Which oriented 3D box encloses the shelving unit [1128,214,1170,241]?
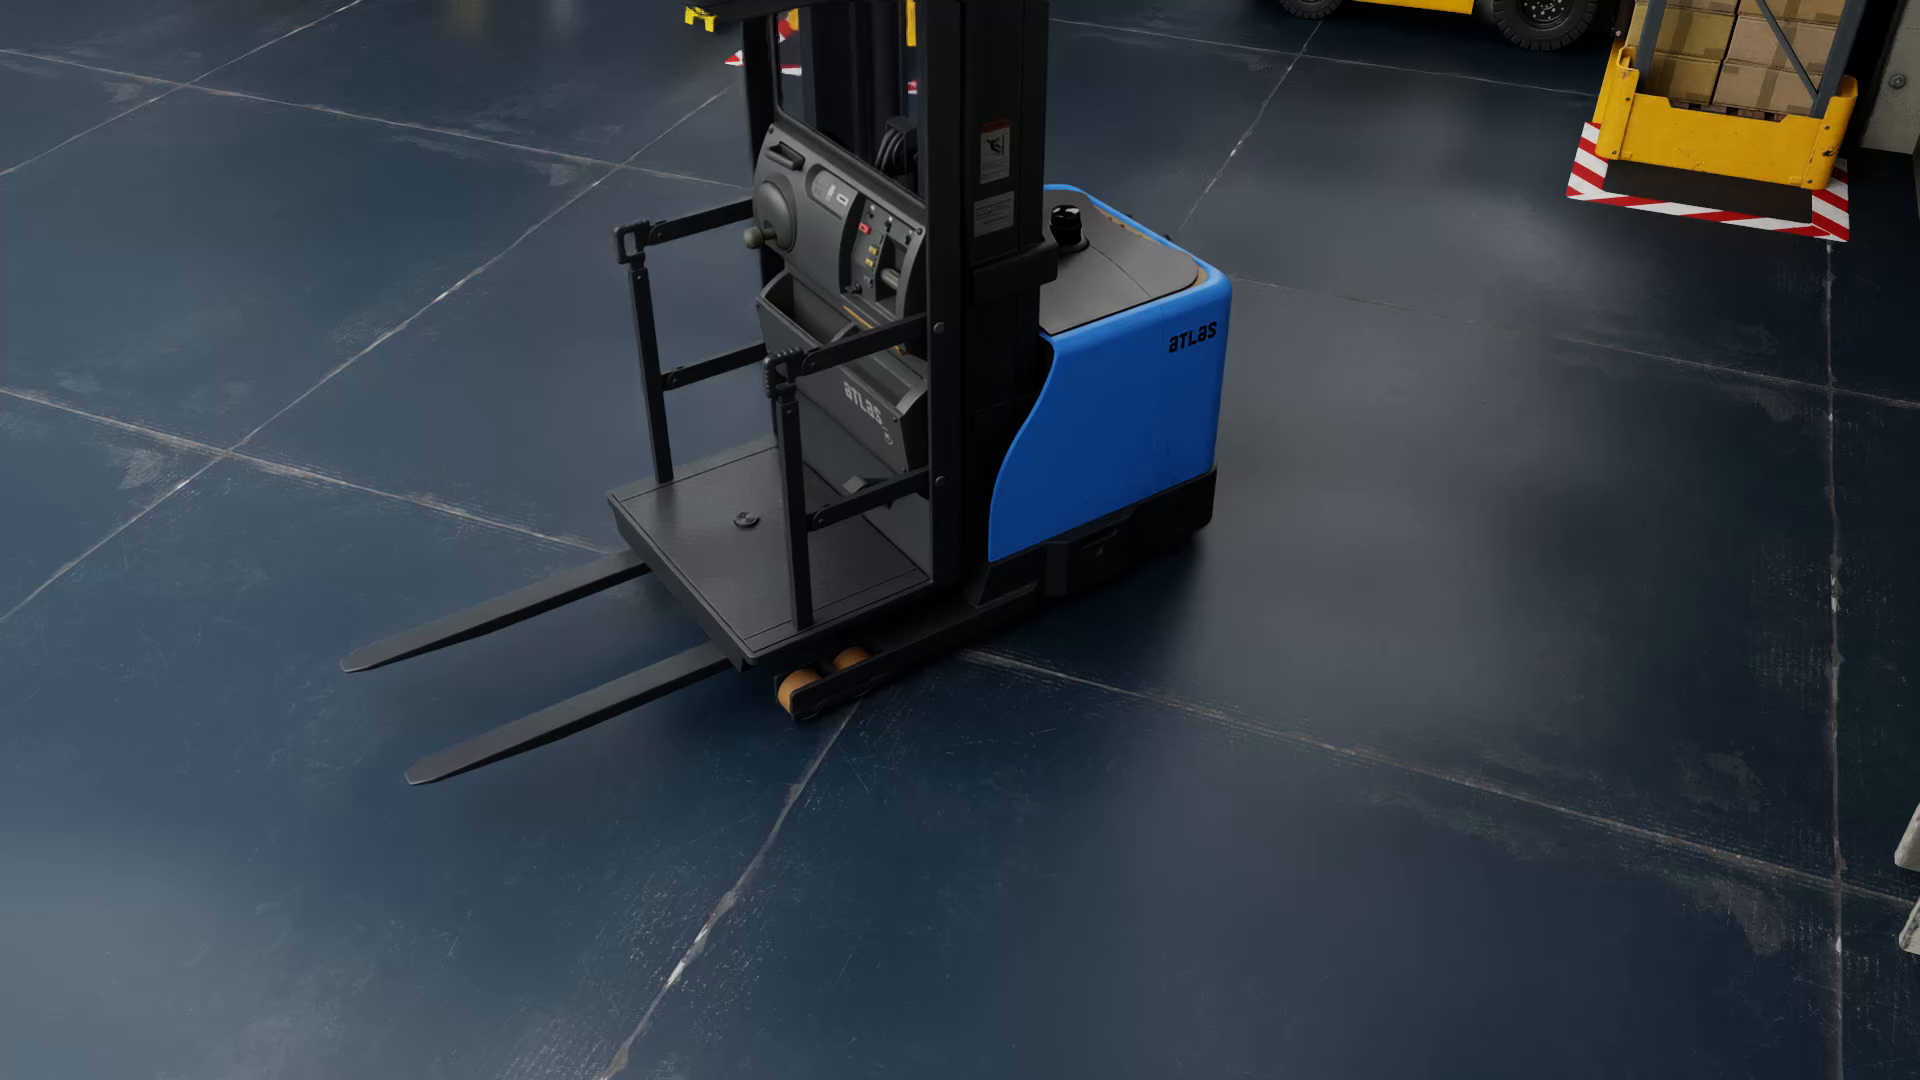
[{"bbox_3d":[0.639,-0.809,6.581,0.210,0.900,0.258,-23,42,-27],"label":"shelving unit"}]

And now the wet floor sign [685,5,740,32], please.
[{"bbox_3d":[-1.593,-3.586,10.509,0.267,0.644,0.232,29,45,33],"label":"wet floor sign"}]

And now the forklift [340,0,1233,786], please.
[{"bbox_3d":[-0.558,-0.946,5.068,3.031,2.935,1.130,-22,42,-27],"label":"forklift"}]

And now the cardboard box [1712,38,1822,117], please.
[{"bbox_3d":[4.429,-2.556,9.110,0.500,0.250,0.500,14,39,18],"label":"cardboard box"}]

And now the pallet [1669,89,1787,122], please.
[{"bbox_3d":[4.313,-2.578,9.522,1.003,0.211,1.213,14,39,18],"label":"pallet"}]

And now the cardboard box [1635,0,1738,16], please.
[{"bbox_3d":[3.948,-3.055,8.943,0.500,0.250,0.500,15,39,19],"label":"cardboard box"}]

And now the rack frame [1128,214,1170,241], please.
[{"bbox_3d":[0.722,-0.844,6.628,0.006,0.900,0.240,-23,42,-27],"label":"rack frame"}]

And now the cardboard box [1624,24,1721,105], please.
[{"bbox_3d":[3.947,-2.661,9.250,0.500,0.250,0.500,14,39,18],"label":"cardboard box"}]

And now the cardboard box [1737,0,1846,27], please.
[{"bbox_3d":[4.419,-2.952,8.805,0.500,0.250,0.500,13,39,17],"label":"cardboard box"}]

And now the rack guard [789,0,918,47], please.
[{"bbox_3d":[-0.502,-3.431,10.423,1.175,0.500,0.348,14,39,18],"label":"rack guard"}]

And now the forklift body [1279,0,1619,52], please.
[{"bbox_3d":[3.095,-4.387,10.323,2.313,2.155,1.214,14,39,18],"label":"forklift body"}]

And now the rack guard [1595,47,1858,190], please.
[{"bbox_3d":[4.052,-2.247,8.839,1.175,0.500,0.348,14,39,18],"label":"rack guard"}]

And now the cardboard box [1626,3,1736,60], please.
[{"bbox_3d":[3.957,-2.870,9.112,0.500,0.250,0.500,13,39,17],"label":"cardboard box"}]

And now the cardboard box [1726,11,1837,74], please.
[{"bbox_3d":[4.432,-2.742,8.941,0.500,0.250,0.500,15,39,19],"label":"cardboard box"}]

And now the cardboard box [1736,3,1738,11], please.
[{"bbox_3d":[4.612,-3.022,9.316,0.500,0.250,0.500,13,39,17],"label":"cardboard box"}]

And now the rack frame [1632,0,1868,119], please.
[{"bbox_3d":[4.061,-3.262,8.108,1.000,3.000,0.127,14,39,18],"label":"rack frame"}]
